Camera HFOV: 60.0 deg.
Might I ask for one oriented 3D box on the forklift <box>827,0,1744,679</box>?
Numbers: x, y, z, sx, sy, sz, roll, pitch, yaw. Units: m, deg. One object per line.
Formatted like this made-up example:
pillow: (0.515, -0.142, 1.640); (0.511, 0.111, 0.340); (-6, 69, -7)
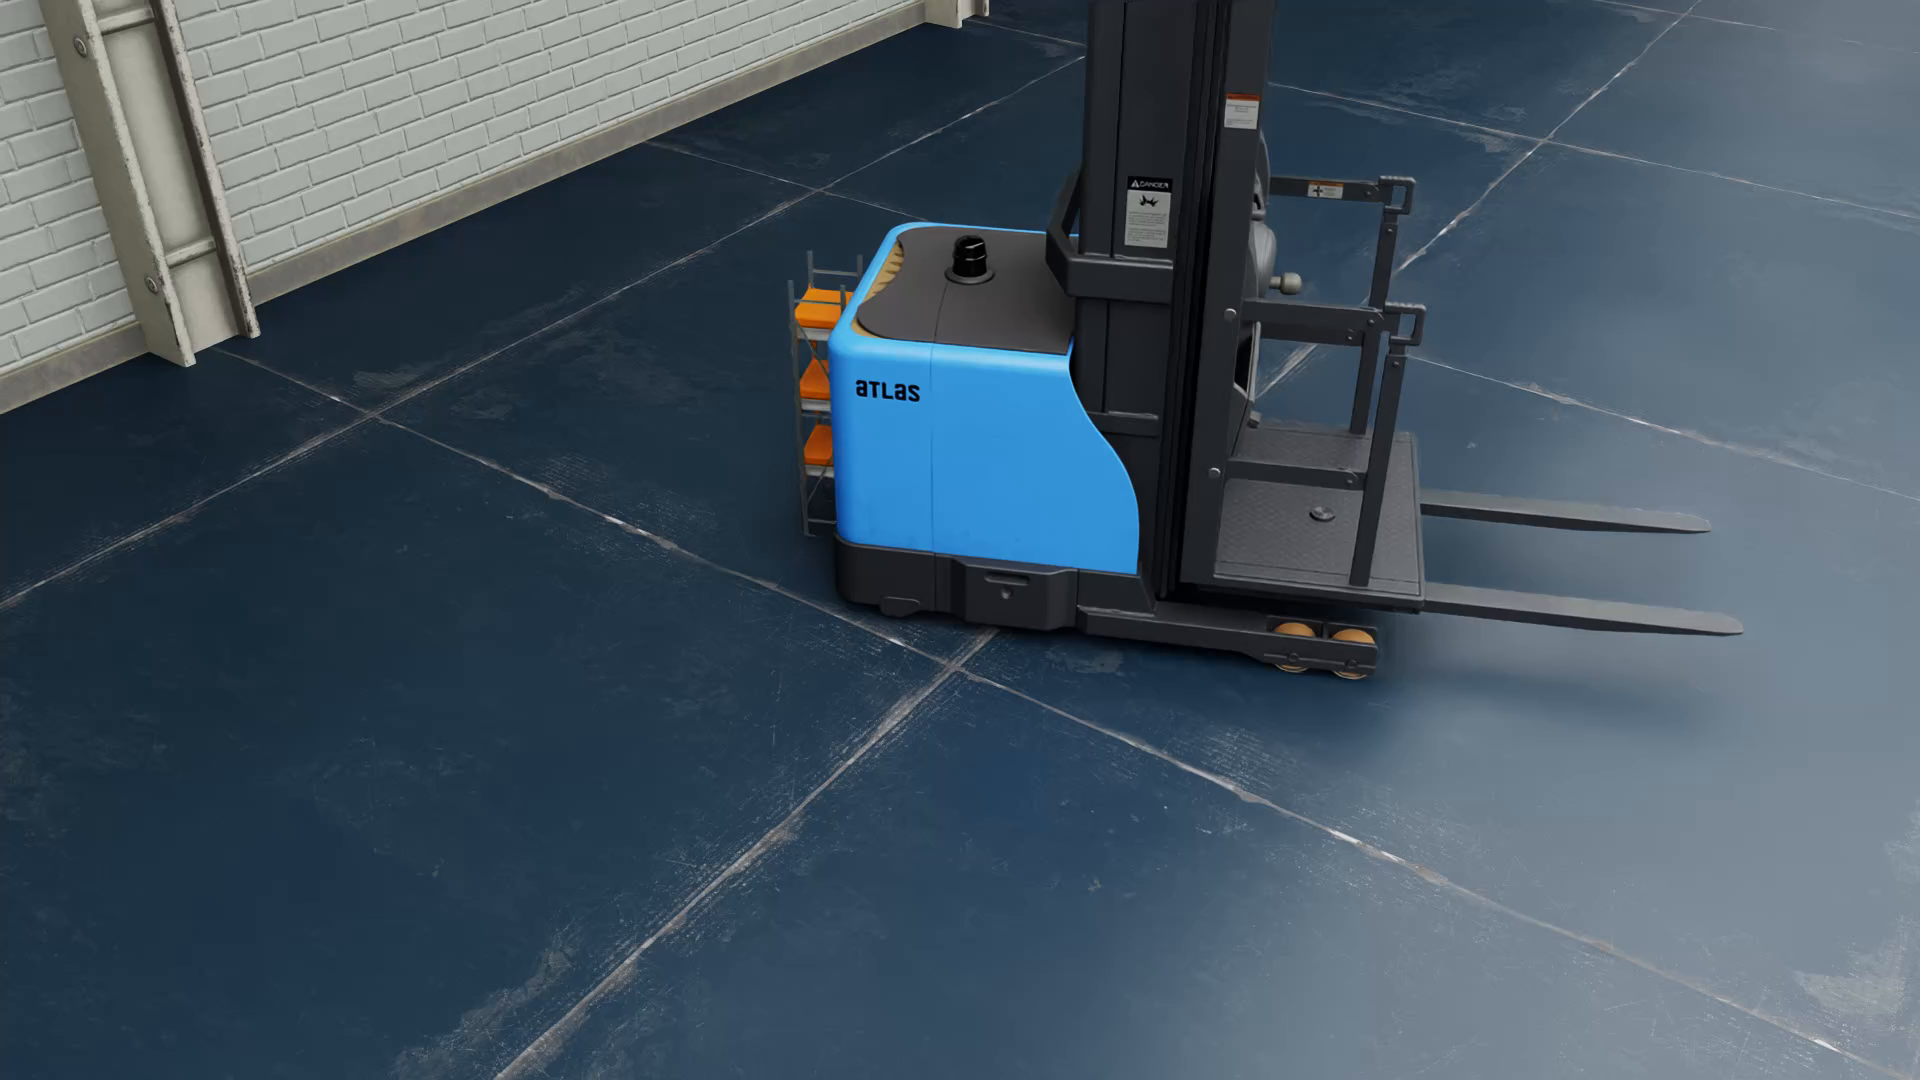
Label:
forklift: (1.128, -1.074, 5.221); (3.031, 2.935, 1.130); (6, 35, 9)

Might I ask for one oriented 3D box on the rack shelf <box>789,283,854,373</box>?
rack shelf: (-0.466, -0.736, 5.913); (0.215, 0.259, 0.240); (6, 35, 9)

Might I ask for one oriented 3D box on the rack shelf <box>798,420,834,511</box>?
rack shelf: (-0.466, -0.270, 6.227); (0.215, 0.259, 0.240); (6, 35, 9)

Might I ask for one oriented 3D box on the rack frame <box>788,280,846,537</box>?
rack frame: (-0.490, -0.442, 5.967); (0.200, 1.050, 0.008); (6, 35, 9)

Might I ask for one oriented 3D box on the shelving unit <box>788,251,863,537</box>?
shelving unit: (-0.466, -0.509, 6.066); (0.215, 1.050, 0.252); (6, 35, 9)

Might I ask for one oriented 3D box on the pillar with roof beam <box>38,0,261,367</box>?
pillar with roof beam: (0.085, -3.258, 3.035); (9.100, 9.000, 0.400); (21, 39, 28)

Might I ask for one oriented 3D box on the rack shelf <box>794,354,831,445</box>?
rack shelf: (-0.466, -0.500, 6.072); (0.215, 0.259, 0.240); (6, 35, 9)

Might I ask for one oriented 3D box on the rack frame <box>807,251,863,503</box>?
rack frame: (-0.443, -0.576, 6.165); (0.200, 1.050, 0.008); (6, 35, 9)

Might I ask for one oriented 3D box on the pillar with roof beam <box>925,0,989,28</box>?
pillar with roof beam: (3.506, -6.020, 7.118); (9.100, 9.000, 0.400); (21, 39, 28)
